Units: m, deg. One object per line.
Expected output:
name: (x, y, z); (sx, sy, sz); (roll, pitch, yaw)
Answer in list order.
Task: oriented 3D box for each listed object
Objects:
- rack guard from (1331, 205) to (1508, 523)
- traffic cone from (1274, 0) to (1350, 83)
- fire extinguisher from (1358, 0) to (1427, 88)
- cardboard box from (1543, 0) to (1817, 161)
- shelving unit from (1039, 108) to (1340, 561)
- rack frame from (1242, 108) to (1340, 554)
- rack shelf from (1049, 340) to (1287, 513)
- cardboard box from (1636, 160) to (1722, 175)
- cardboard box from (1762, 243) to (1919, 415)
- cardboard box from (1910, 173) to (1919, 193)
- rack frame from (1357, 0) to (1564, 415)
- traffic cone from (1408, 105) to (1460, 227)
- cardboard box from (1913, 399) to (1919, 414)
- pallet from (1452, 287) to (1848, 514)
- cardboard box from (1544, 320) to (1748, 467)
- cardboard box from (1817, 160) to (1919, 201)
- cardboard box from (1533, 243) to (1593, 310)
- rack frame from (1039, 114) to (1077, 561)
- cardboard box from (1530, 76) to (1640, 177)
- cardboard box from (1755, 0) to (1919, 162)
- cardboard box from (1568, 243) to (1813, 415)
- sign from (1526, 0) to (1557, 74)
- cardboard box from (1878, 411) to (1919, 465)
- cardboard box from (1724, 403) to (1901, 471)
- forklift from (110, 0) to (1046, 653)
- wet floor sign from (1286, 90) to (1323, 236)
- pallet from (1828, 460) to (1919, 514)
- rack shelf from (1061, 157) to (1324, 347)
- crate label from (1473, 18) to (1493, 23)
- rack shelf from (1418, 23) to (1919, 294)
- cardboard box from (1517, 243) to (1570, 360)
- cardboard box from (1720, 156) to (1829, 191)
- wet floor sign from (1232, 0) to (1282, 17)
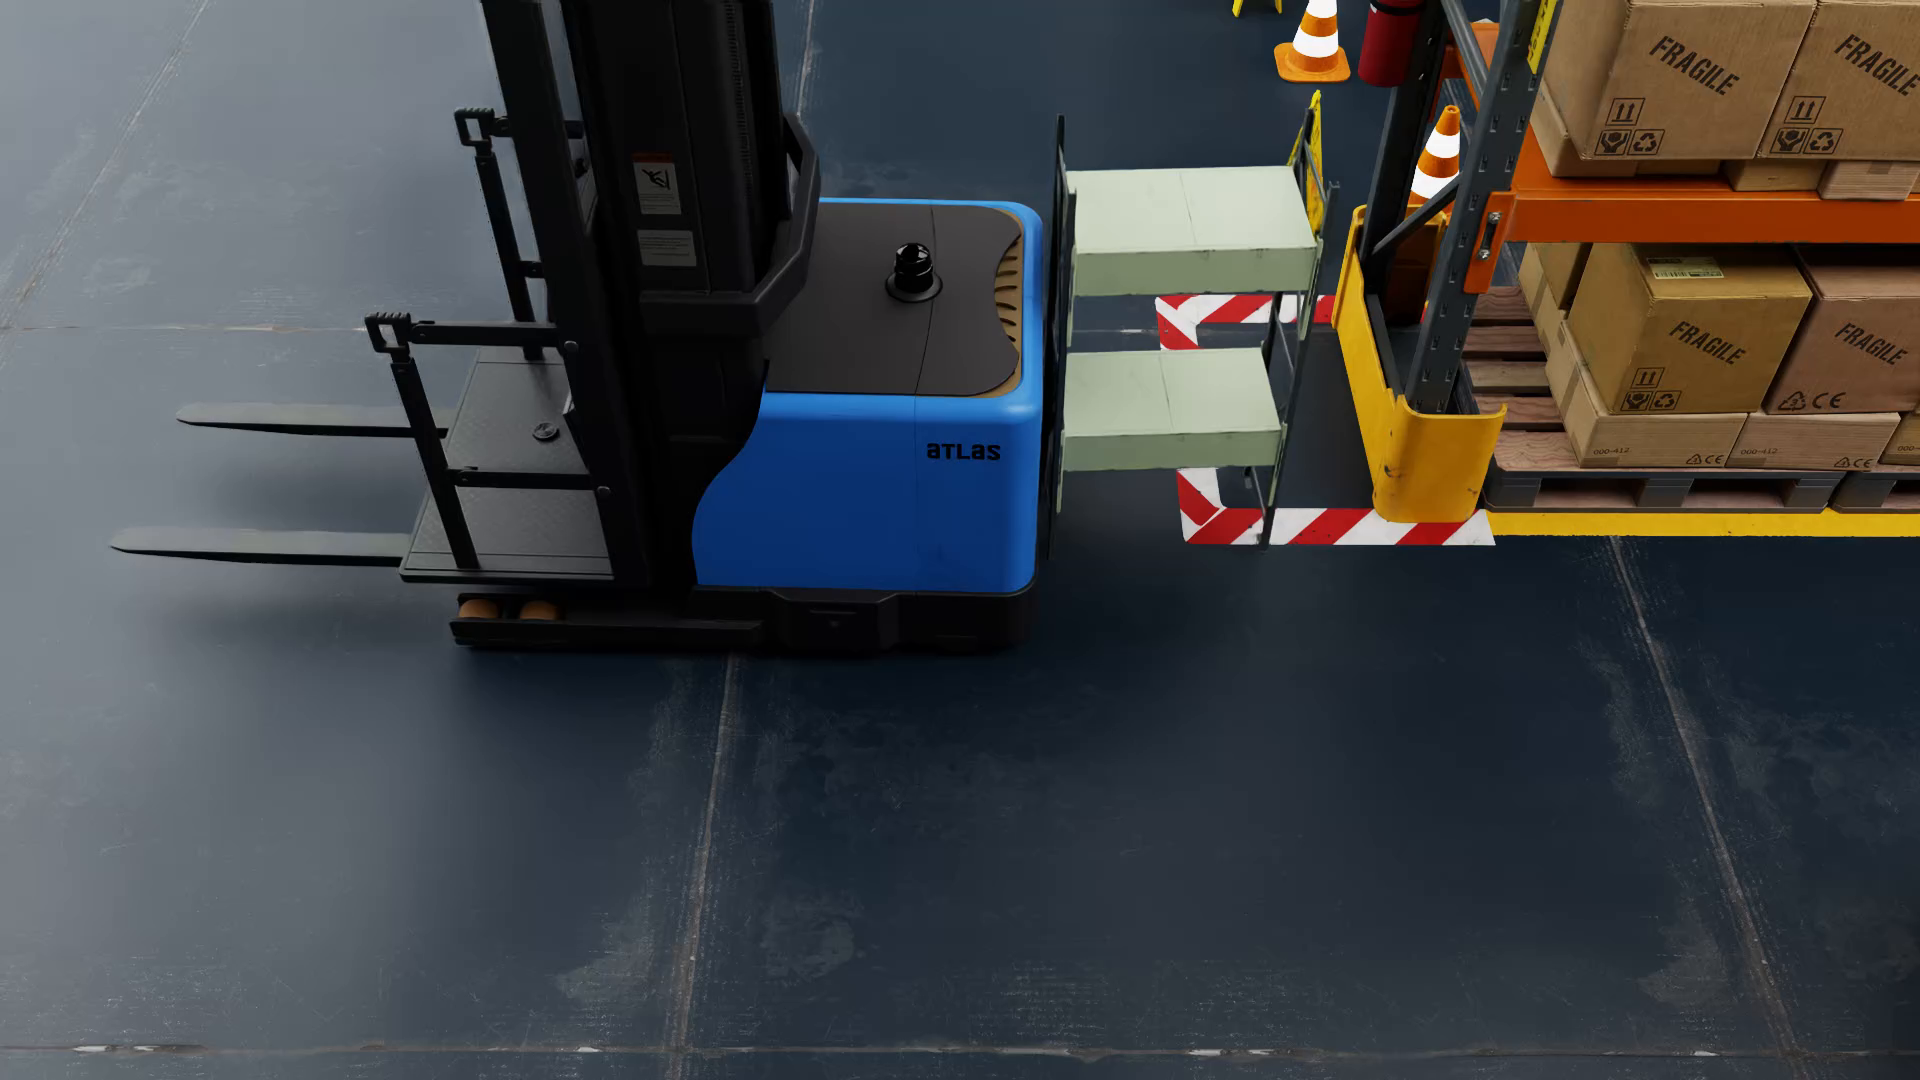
rack guard: (1.635, -0.659, 6.022); (0.348, 0.500, 1.175); (0, 47, 0)
traffic cone: (1.658, -2.403, 7.670); (0.334, 0.463, 0.336); (0, 47, 0)
fire extinguisher: (1.446, -1.822, 5.449); (0.183, 0.674, 0.296); (0, 47, 0)
cardboard box: (2.032, -1.442, 4.771); (0.500, 0.500, 0.500); (0, 47, 0)
shelving unit: (0.668, -0.599, 5.283); (0.755, 1.500, 0.431); (-2, 47, -2)
rack frame: (1.034, -0.611, 5.294); (0.023, 1.500, 0.400); (-2, 47, -2)
rack shelf: (0.668, -0.377, 5.521); (0.720, 0.370, 0.431); (-2, 47, -2)
cardboard box: (2.150, -1.282, 5.066); (0.250, 0.149, 0.380); (1, 47, 1)
cardboard box: (2.911, -0.770, 5.497); (0.500, 0.500, 0.500); (-1, 47, -1)
cardboard box: (2.928, -1.212, 5.000); (0.250, 0.149, 0.380); (1, 47, 1)
rack frame: (1.559, -1.511, 5.107); (0.127, 3.000, 1.000); (0, 47, 0)
traffic cone: (1.994, -1.589, 6.913); (0.334, 0.463, 0.336); (0, 47, 0)
cardboard box: (3.413, -0.762, 5.490); (0.500, 0.500, 0.500); (1, 47, 1)
pallet: (2.447, -0.532, 6.101); (1.213, 0.211, 1.003); (0, 47, 0)
cardboard box: (2.365, -0.512, 5.769); (0.500, 0.250, 0.500); (0, 47, 0)
cardboard box: (2.669, -1.188, 4.978); (0.250, 0.149, 0.380); (1, 47, 1)
cardboard box: (2.361, -1.161, 5.861); (0.500, 0.500, 0.500); (0, 47, 0)
rack frame: (0.303, -0.588, 5.272); (0.023, 1.500, 0.400); (-2, 47, -2)
cardboard box: (1.898, -1.272, 5.057); (0.250, 0.149, 0.380); (0, 47, 0)
cardboard box: (2.550, -1.443, 4.772); (0.500, 0.500, 0.500); (1, 47, 1)
cardboard box: (2.388, -0.768, 5.495); (0.500, 0.500, 0.500); (-1, 47, -1)
sign: (1.557, -1.408, 4.420); (0.005, 0.325, 0.100); (0, 47, 0)
cardboard box: (3.421, -0.513, 5.770); (0.500, 0.250, 0.500); (3, 47, 3)
cardboard box: (2.875, -0.505, 5.763); (0.500, 0.250, 0.500); (2, 47, 2)
forklift: (-1.253, -1.031, 4.708); (3.031, 2.935, 1.130); (1, 47, 1)
wet floor sign: (1.373, -1.492, 6.698); (0.232, 0.644, 0.267); (15, 49, 14)
pallet: (3.664, -0.527, 6.096); (1.213, 0.211, 1.003); (0, 47, 0)
rack shelf: (0.668, -0.866, 4.997); (0.720, 0.370, 0.431); (-2, 47, -2)
crate label: (2.444, -2.335, 7.830); (0.298, 0.136, 0.250); (-23, 51, -20)
rack shelf: (3.559, -1.260, 5.365); (4.000, 0.370, 1.077); (0, 47, 0)
cardboard box: (2.392, -0.911, 6.141); (0.500, 0.250, 0.500); (0, 47, 0)
cardboard box: (2.415, -1.222, 5.010); (0.250, 0.149, 0.380); (-1, 47, -1)
wet floor sign: (1.440, -2.883, 7.992); (0.232, 0.644, 0.267); (-7, 47, -7)
